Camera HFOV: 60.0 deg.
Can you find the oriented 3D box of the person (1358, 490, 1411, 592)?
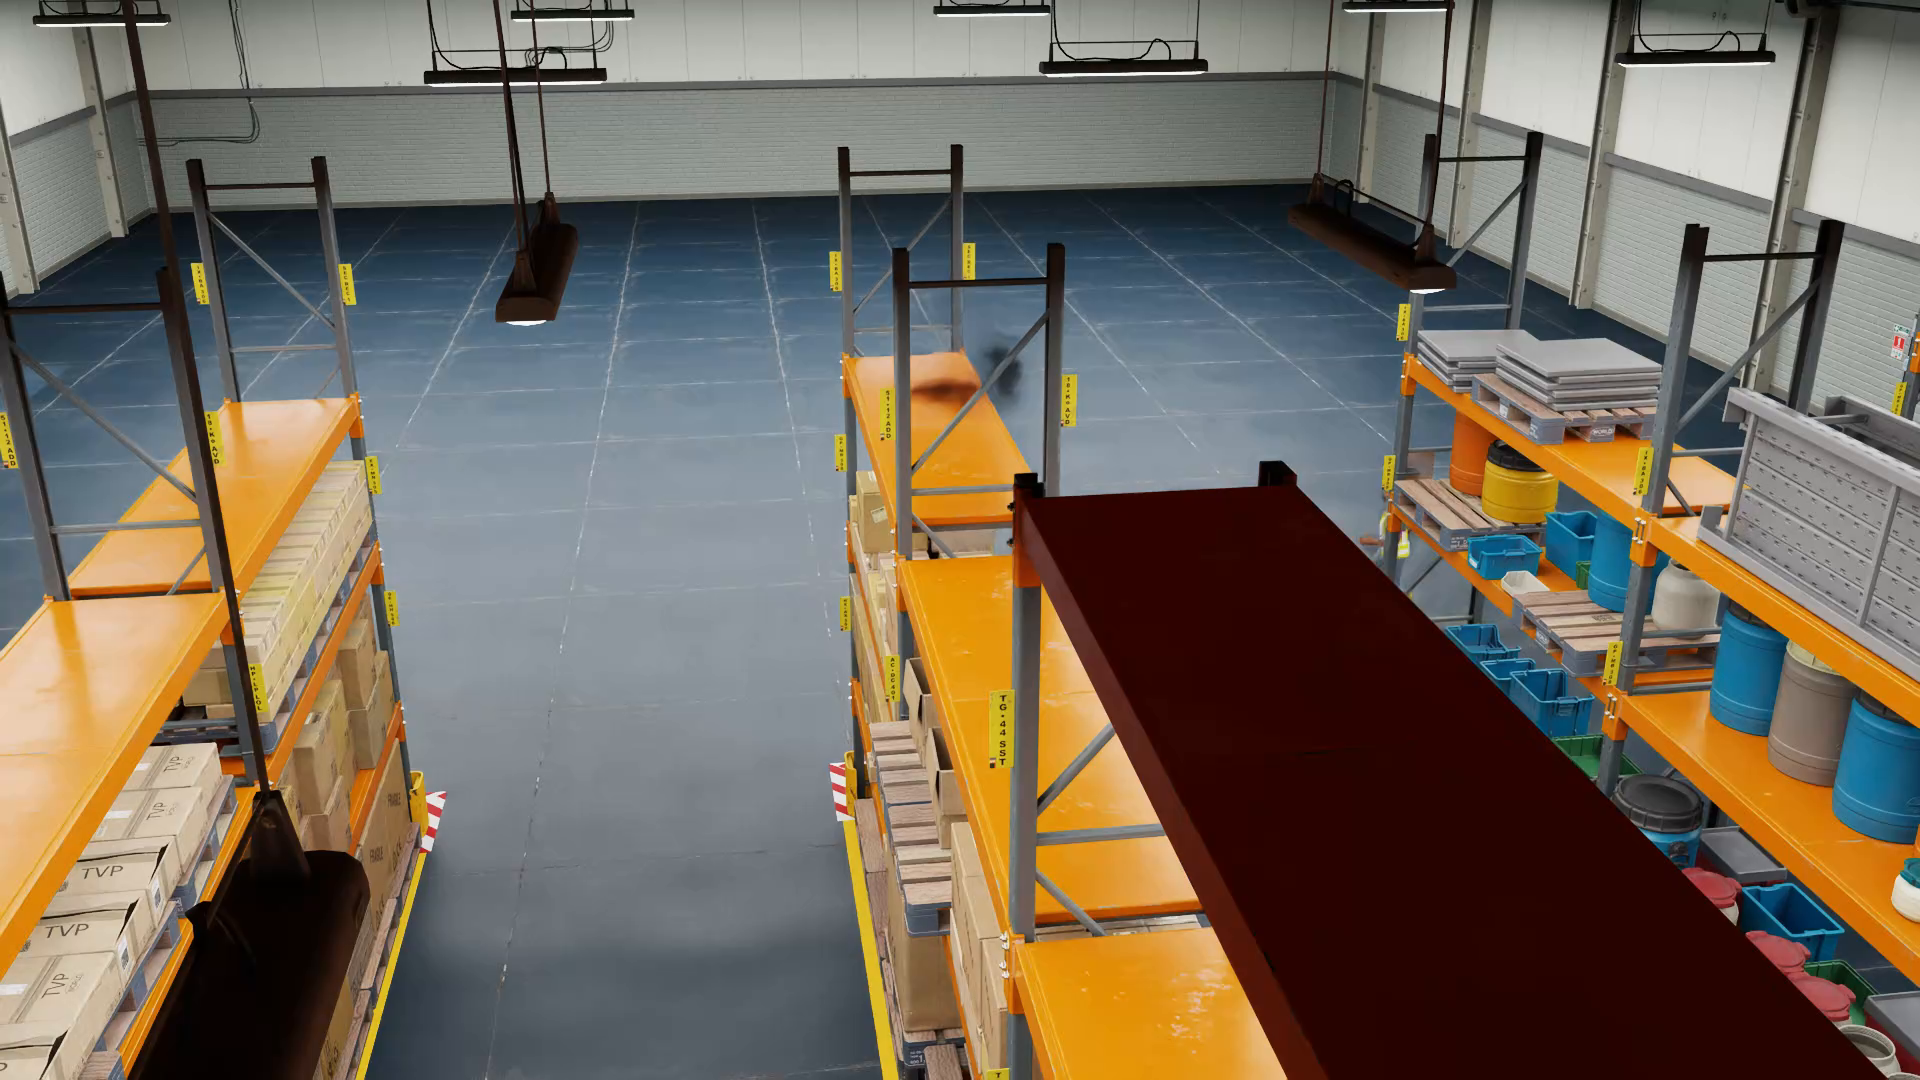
[{"bbox_3d":[4.900,0.115,18.973,0.720,1.718,0.681,5,22,13],"label":"person"}]
